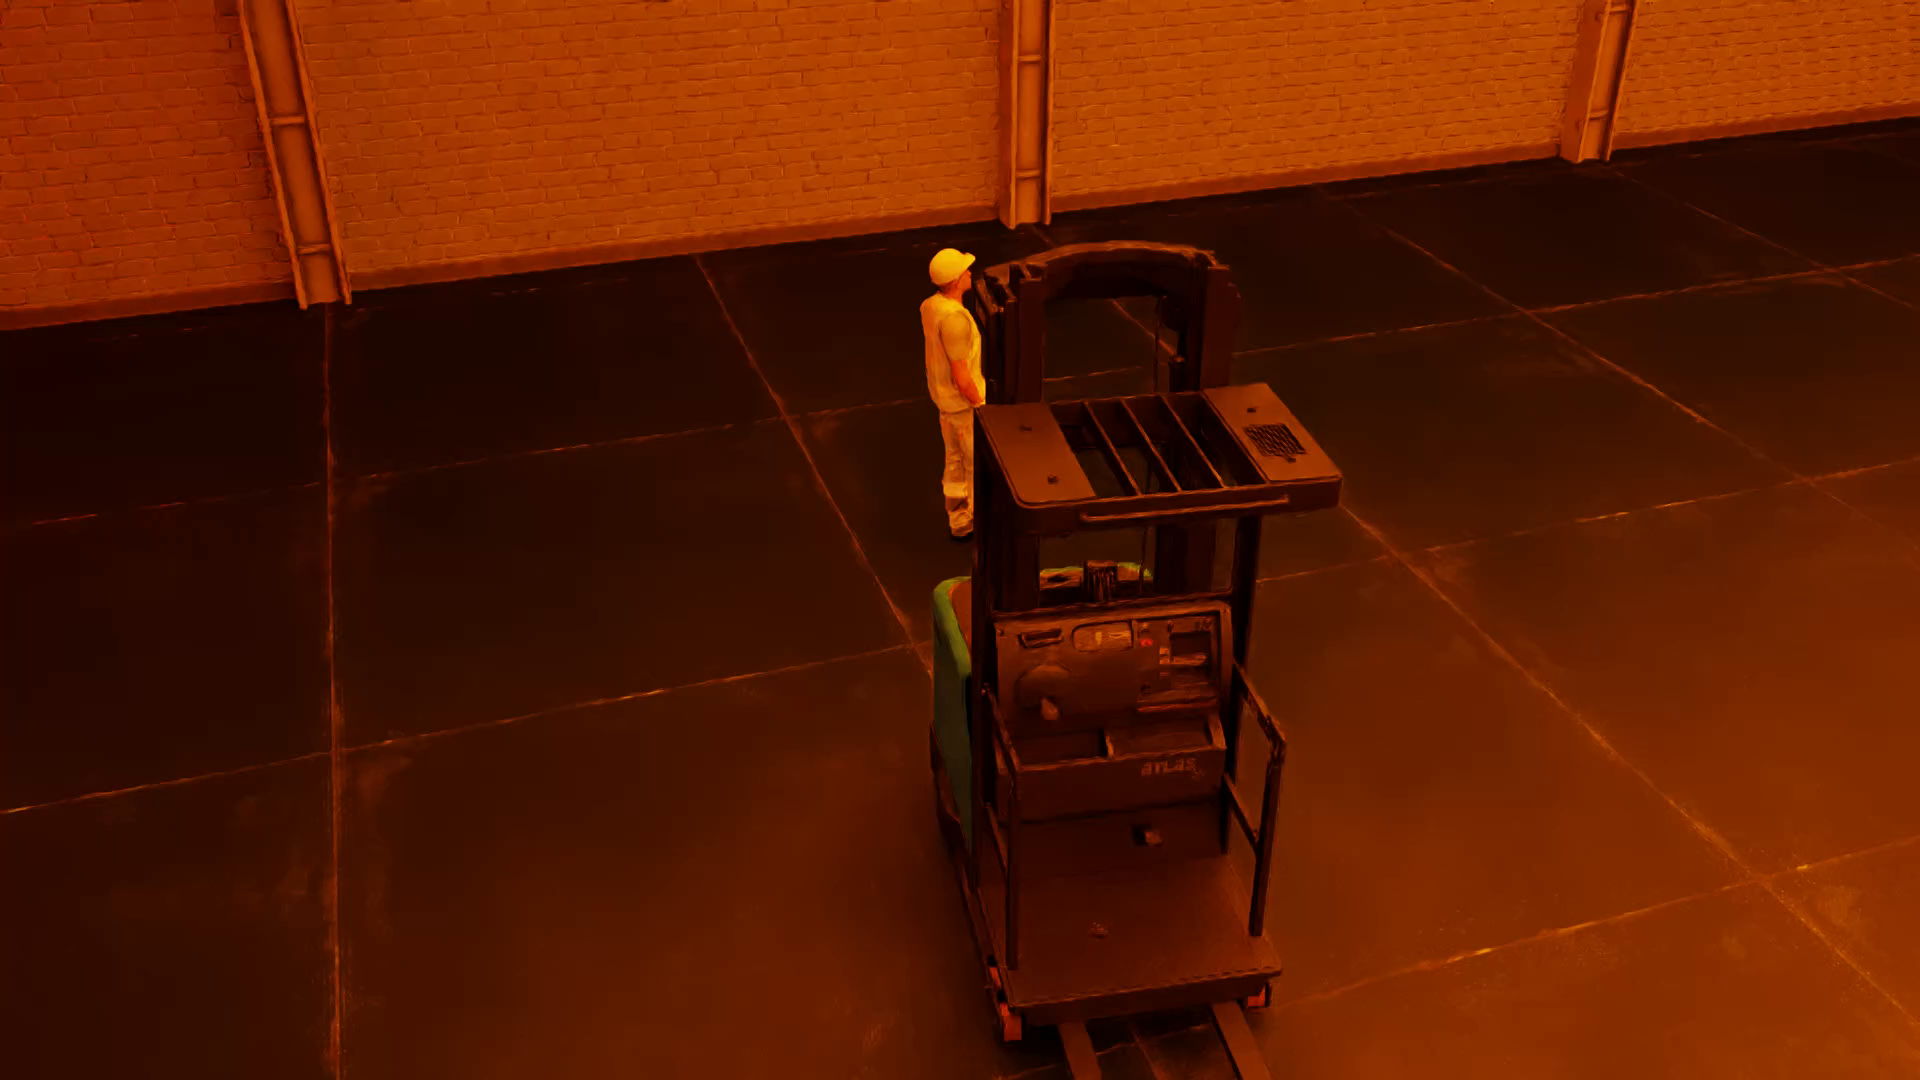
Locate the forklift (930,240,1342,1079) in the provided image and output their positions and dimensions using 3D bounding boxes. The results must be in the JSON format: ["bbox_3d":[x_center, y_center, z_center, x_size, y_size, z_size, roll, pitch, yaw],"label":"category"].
[{"bbox_3d":[0.635,0.513,6.195,1.130,2.935,3.031,-5,30,-9],"label":"forklift"}]

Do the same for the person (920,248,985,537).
[{"bbox_3d":[0.080,-0.824,9.570,0.563,1.787,0.637,-10,31,-16],"label":"person"}]
